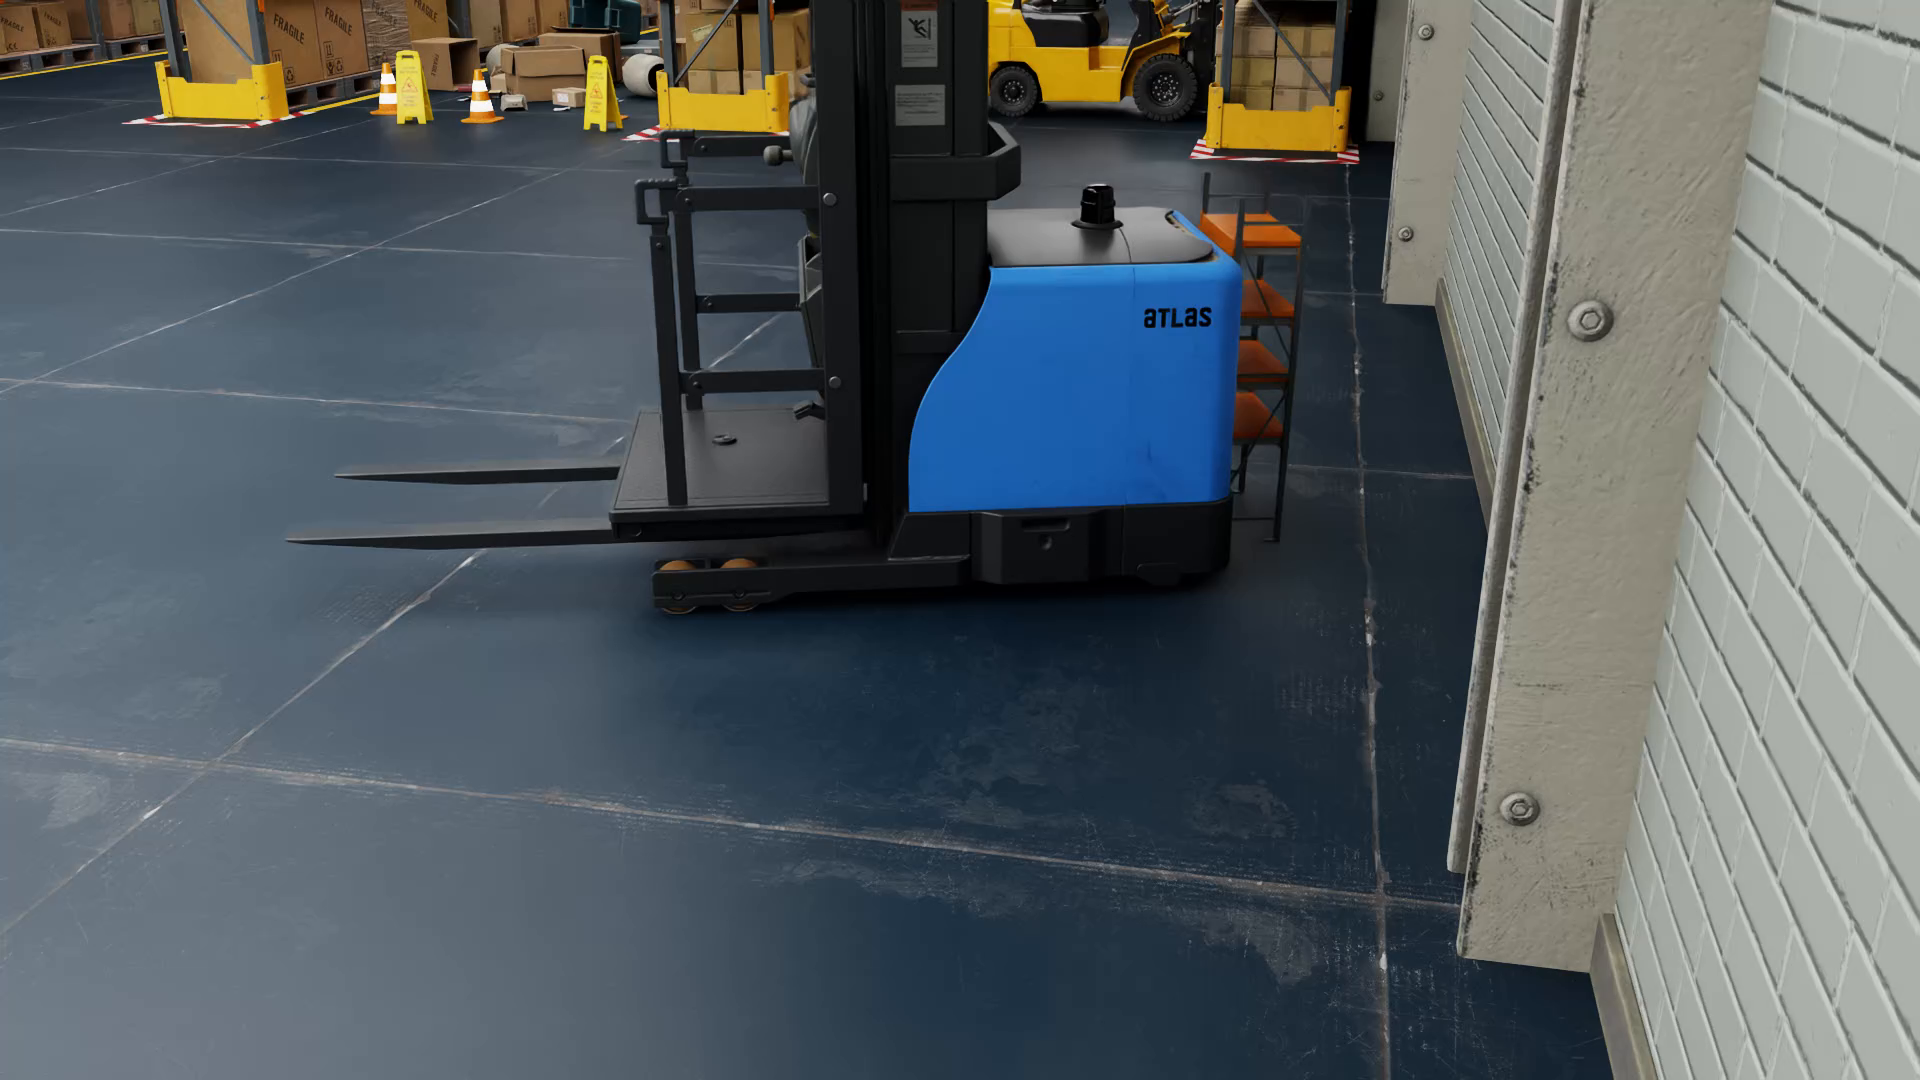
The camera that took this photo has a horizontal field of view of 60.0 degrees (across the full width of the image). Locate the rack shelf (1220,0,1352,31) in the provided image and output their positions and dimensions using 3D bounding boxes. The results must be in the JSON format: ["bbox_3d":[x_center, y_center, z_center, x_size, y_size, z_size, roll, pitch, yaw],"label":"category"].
[{"bbox_3d":[3.105,-5.148,15.585,1.077,0.370,4.000,4,22,11],"label":"rack shelf"}]

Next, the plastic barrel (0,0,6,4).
[{"bbox_3d":[-14.998,-8.555,25.423,0.600,0.830,0.708,4,22,11],"label":"plastic barrel"}]

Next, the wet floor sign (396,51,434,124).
[{"bbox_3d":[-5.097,-4.214,15.454,0.267,0.644,0.232,1,22,2],"label":"wet floor sign"}]

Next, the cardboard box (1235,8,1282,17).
[{"bbox_3d":[2.788,-4.883,15.743,0.500,0.250,0.500,4,22,10],"label":"cardboard box"}]

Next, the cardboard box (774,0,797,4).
[{"bbox_3d":[-1.937,-5.276,17.054,0.500,0.500,0.500,6,23,14],"label":"cardboard box"}]

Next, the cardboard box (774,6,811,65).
[{"bbox_3d":[-1.621,-4.869,16.043,0.500,0.500,0.500,4,22,9],"label":"cardboard box"}]

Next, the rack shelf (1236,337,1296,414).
[{"bbox_3d":[0.988,-0.581,5.864,0.258,0.148,0.480,-1,22,-5],"label":"rack shelf"}]

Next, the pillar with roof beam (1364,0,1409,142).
[{"bbox_3d":[-0.493,-8.048,13.790,9.100,9.000,0.400,4,22,11],"label":"pillar with roof beam"}]

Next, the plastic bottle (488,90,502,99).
[{"bbox_3d":[-4.833,-4.634,17.278,0.133,0.061,0.283,-3,22,-8],"label":"plastic bottle"}]

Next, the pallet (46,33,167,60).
[{"bbox_3d":[-10.891,-6.337,21.307,1.003,0.211,1.213,4,22,11],"label":"pallet"}]

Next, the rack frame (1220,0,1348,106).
[{"bbox_3d":[2.697,-4.751,13.634,1.000,3.000,0.127,4,22,11],"label":"rack frame"}]

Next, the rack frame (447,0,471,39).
[{"bbox_3d":[-6.213,-6.931,19.048,1.000,3.000,0.127,4,22,11],"label":"rack frame"}]

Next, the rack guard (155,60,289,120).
[{"bbox_3d":[-7.035,-4.300,15.861,1.175,0.500,0.348,4,22,11],"label":"rack guard"}]

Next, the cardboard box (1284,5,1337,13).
[{"bbox_3d":[3.397,-5.032,16.112,0.500,0.250,0.500,5,22,11],"label":"cardboard box"}]

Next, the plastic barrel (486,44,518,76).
[{"bbox_3d":[-4.943,-5.204,18.209,0.421,0.421,0.512,-16,27,-35],"label":"plastic barrel"}]

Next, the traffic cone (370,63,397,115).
[{"bbox_3d":[-5.531,-4.377,16.103,0.336,0.463,0.334,4,22,11],"label":"traffic cone"}]

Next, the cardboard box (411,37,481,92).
[{"bbox_3d":[-5.526,-5.127,17.910,0.500,0.500,0.500,8,23,20],"label":"cardboard box"}]

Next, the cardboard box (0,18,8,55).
[{"bbox_3d":[-11.328,-5.795,19.011,0.500,0.500,0.500,2,22,6],"label":"cardboard box"}]

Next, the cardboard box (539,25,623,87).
[{"bbox_3d":[-4.100,-5.211,17.936,0.797,0.637,0.503,4,22,11],"label":"cardboard box"}]

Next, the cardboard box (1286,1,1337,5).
[{"bbox_3d":[3.602,-5.402,17.031,0.500,0.250,0.500,5,22,12],"label":"cardboard box"}]

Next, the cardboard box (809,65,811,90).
[{"bbox_3d":[-1.616,-4.507,16.148,0.500,0.250,0.500,5,23,13],"label":"cardboard box"}]

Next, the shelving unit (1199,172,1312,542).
[{"bbox_3d":[0.989,-0.643,5.839,0.258,1.200,0.503,-1,22,-5],"label":"shelving unit"}]

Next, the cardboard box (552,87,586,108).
[{"bbox_3d":[-3.873,-4.438,16.675,0.380,0.149,0.250,18,28,38],"label":"cardboard box"}]

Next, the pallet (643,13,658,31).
[{"bbox_3d":[-4.985,-7.831,25.015,1.003,0.211,1.213,4,22,11],"label":"pallet"}]

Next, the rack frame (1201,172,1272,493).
[{"bbox_3d":[0.965,-0.734,6.064,0.240,1.200,0.015,-1,22,-5],"label":"rack frame"}]

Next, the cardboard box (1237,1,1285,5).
[{"bbox_3d":[2.993,-5.257,16.673,0.500,0.250,0.500,4,22,11],"label":"cardboard box"}]

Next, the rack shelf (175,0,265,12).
[{"bbox_3d":[-6.622,-5.866,17.366,1.077,0.370,4.000,4,22,11],"label":"rack shelf"}]

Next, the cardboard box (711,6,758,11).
[{"bbox_3d":[-2.152,-4.899,16.117,0.500,0.500,0.500,5,23,13],"label":"cardboard box"}]

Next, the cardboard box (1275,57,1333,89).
[{"bbox_3d":[2.996,-4.058,14.364,0.500,0.250,0.500,5,22,12],"label":"cardboard box"}]

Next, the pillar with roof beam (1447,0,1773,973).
[{"bbox_3d":[-2.942,-3.659,2.893,9.100,9.000,0.400,4,22,11],"label":"pillar with roof beam"}]

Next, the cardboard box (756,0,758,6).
[{"bbox_3d":[-2.136,-5.336,16.334,0.380,0.149,0.250,5,23,13],"label":"cardboard box"}]

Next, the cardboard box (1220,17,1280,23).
[{"bbox_3d":[2.584,-4.513,14.825,0.500,0.250,0.500,5,22,12],"label":"cardboard box"}]

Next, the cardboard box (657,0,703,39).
[{"bbox_3d":[-3.096,-5.907,18.838,0.500,0.500,0.500,4,22,11],"label":"cardboard box"}]

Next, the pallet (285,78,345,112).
[{"bbox_3d":[-6.943,-4.473,16.677,1.003,0.211,1.213,4,22,11],"label":"pallet"}]

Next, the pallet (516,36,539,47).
[{"bbox_3d":[-5.883,-6.373,21.395,1.003,0.211,1.213,4,22,11],"label":"pallet"}]

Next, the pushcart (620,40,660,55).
[{"bbox_3d":[-3.589,-5.530,19.079,1.648,0.377,0.936,-3,22,-8],"label":"pushcart"}]

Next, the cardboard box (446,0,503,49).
[{"bbox_3d":[-6.175,-6.316,19.970,1.050,0.750,0.750,4,22,11],"label":"cardboard box"}]

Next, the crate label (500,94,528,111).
[{"bbox_3d":[-4.395,-4.308,16.367,0.250,0.136,0.298,-7,23,-17],"label":"crate label"}]

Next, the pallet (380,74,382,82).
[{"bbox_3d":[-6.445,-5.365,18.893,1.003,0.211,1.213,4,22,11],"label":"pallet"}]

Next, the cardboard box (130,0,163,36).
[{"bbox_3d":[-10.786,-6.786,21.446,0.700,0.500,0.500,4,22,11],"label":"cardboard box"}]

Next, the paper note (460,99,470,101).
[{"bbox_3d":[-5.056,-4.519,17.035,0.144,0.017,0.142,13,25,29],"label":"paper note"}]

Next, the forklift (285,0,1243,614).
[{"bbox_3d":[-0.660,-1.331,5.235,3.031,2.935,1.130,-2,22,-5],"label":"forklift"}]

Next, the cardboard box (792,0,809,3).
[{"bbox_3d":[-1.410,-5.248,16.984,0.500,0.500,0.500,6,23,14],"label":"cardboard box"}]

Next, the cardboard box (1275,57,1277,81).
[{"bbox_3d":[2.603,-4.286,14.931,0.500,0.250,0.500,4,22,10],"label":"cardboard box"}]

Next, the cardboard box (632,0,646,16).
[{"bbox_3d":[-4.904,-7.853,24.120,0.500,0.500,0.500,5,22,12],"label":"cardboard box"}]

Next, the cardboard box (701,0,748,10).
[{"bbox_3d":[-2.246,-5.148,15.867,0.380,0.149,0.250,5,22,12],"label":"cardboard box"}]

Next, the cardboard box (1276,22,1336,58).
[{"bbox_3d":[2.980,-4.295,14.283,0.500,0.250,0.500,4,22,10],"label":"cardboard box"}]

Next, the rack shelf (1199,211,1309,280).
[{"bbox_3d":[0.995,-1.008,5.692,0.258,0.148,0.480,-1,22,-5],"label":"rack shelf"}]

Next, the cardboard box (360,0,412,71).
[{"bbox_3d":[-6.590,-5.586,17.989,0.875,0.875,0.875,5,22,11],"label":"cardboard box"}]

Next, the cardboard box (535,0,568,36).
[{"bbox_3d":[-5.785,-7.009,21.691,1.050,0.750,0.750,5,22,12],"label":"cardboard box"}]

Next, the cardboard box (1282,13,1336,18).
[{"bbox_3d":[3.191,-4.660,15.190,0.500,0.250,0.500,4,22,11],"label":"cardboard box"}]

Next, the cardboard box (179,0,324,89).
[{"bbox_3d":[-6.956,-4.930,16.362,0.875,0.875,0.875,5,22,11],"label":"cardboard box"}]

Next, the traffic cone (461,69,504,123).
[{"bbox_3d":[-4.494,-4.167,15.580,0.336,0.463,0.334,4,22,11],"label":"traffic cone"}]

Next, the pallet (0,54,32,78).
[{"bbox_3d":[-11.398,-5.357,18.872,1.003,0.211,1.213,4,22,11],"label":"pallet"}]

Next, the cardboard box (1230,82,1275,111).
[{"bbox_3d":[2.483,-3.866,14.556,0.500,0.250,0.500,5,22,11],"label":"cardboard box"}]

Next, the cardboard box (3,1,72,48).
[{"bbox_3d":[-11.169,-6.238,20.111,0.500,0.500,0.500,4,22,9],"label":"cardboard box"}]

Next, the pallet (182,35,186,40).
[{"bbox_3d":[-10.393,-7.230,23.522,1.003,0.211,1.213,4,22,11],"label":"pallet"}]
